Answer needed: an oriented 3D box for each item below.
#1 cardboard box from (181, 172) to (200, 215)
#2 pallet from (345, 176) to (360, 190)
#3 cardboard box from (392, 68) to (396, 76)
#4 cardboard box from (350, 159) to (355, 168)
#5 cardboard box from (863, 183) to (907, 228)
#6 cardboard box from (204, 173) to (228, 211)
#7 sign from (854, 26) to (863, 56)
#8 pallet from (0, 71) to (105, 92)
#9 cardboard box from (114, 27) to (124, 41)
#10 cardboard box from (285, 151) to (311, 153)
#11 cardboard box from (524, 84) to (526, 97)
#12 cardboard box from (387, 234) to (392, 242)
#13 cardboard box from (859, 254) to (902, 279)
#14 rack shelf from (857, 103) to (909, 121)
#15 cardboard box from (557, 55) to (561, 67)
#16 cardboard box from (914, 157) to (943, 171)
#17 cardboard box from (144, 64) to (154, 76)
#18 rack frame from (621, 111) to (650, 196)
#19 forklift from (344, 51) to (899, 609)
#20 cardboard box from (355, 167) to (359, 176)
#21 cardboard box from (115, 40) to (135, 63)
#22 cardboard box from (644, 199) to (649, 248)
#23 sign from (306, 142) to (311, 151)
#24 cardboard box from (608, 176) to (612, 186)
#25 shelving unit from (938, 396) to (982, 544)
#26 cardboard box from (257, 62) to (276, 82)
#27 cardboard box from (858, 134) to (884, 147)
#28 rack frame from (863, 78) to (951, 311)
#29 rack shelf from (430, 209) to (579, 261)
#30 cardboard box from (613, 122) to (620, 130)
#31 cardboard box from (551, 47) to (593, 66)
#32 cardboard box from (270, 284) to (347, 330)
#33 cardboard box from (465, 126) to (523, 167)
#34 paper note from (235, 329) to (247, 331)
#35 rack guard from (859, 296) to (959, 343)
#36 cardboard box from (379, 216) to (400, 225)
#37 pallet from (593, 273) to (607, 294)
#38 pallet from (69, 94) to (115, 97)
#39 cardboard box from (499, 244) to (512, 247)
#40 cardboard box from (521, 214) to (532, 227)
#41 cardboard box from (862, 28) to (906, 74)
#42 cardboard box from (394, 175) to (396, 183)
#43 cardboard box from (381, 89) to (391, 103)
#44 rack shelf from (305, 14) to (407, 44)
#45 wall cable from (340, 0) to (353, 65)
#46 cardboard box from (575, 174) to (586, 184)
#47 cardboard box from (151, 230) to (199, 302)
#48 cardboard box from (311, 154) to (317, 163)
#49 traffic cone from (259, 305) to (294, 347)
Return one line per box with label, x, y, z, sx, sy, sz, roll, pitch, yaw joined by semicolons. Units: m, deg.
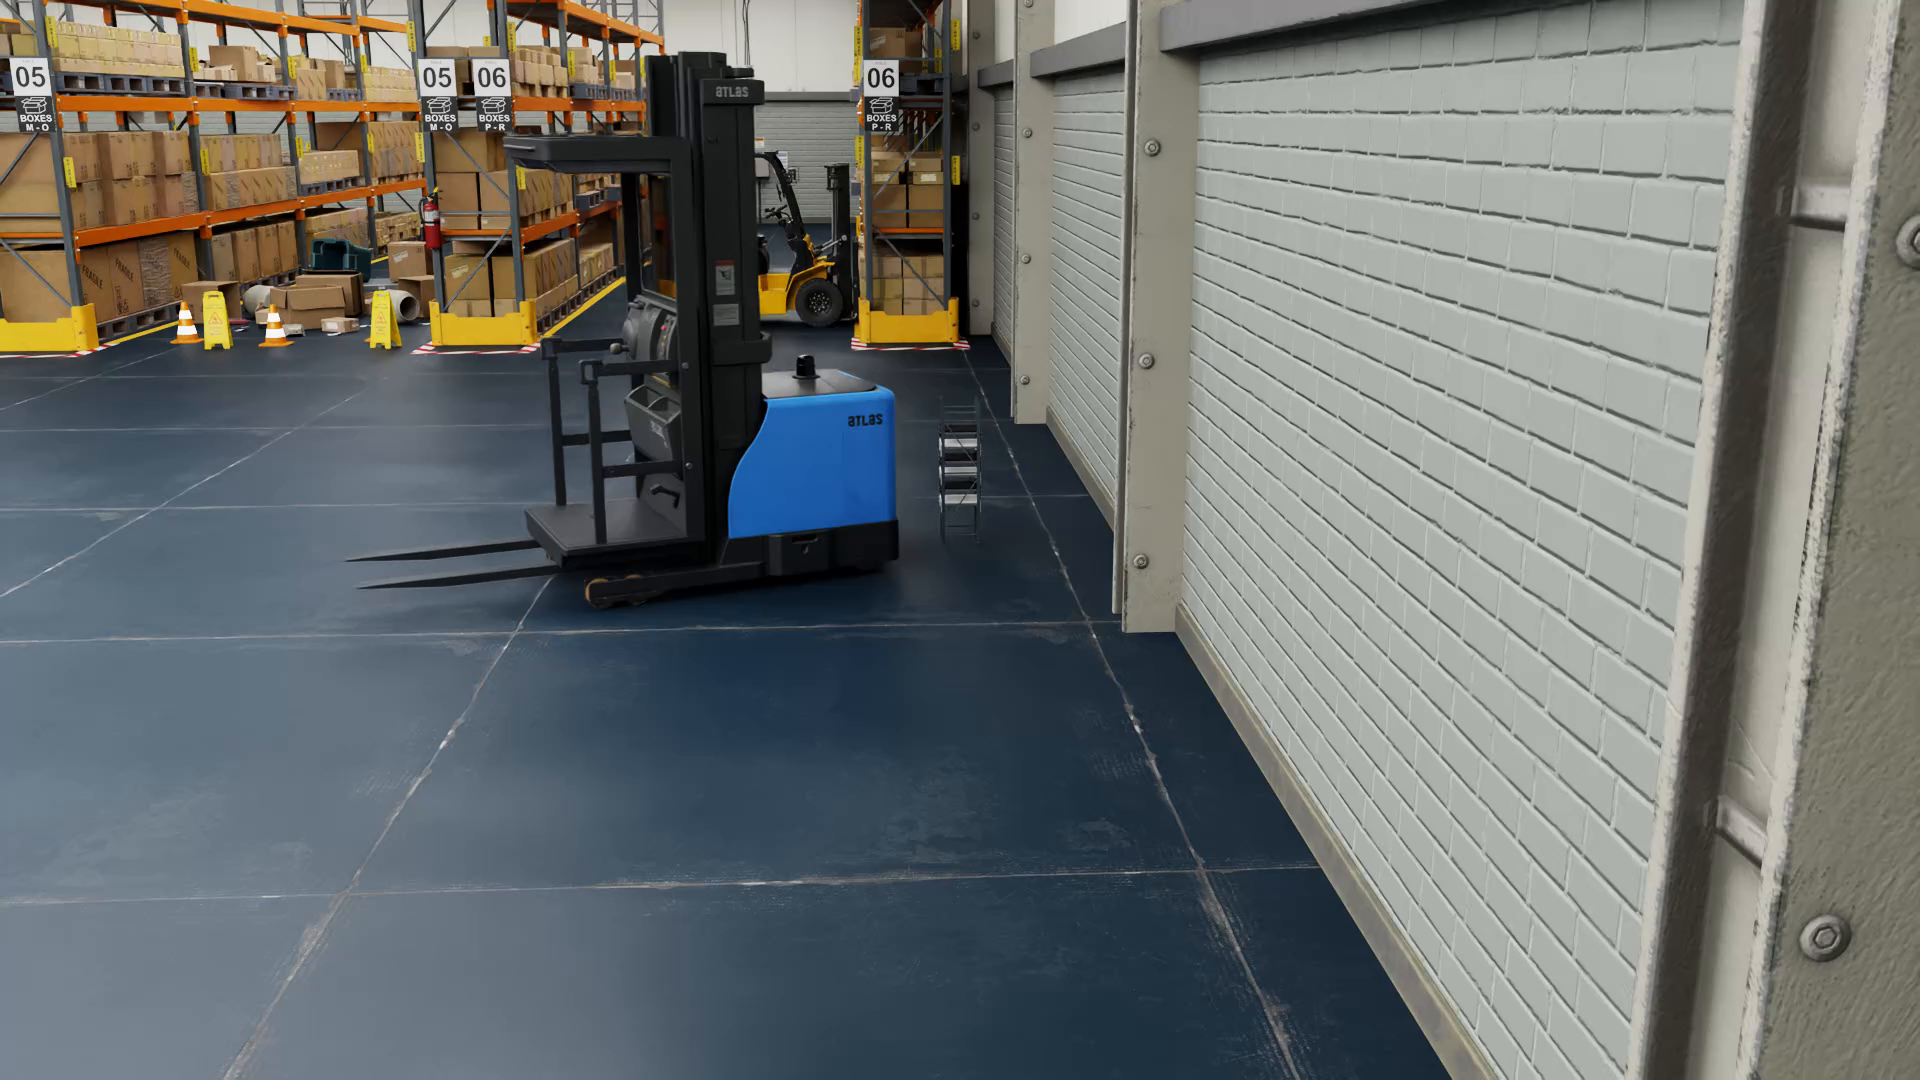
cardboard box;-10.709;-4.617;22.151;0.875;0.550;0.550;-1;14;-3
pallet;-11.337;-6.341;29.535;1.003;0.211;1.213;-1;14;-3
cardboard box;-11.125;-9.039;32.114;0.380;0.149;0.250;-1;14;-2
cardboard box;-11.000;-6.690;29.573;0.380;0.149;0.250;-1;14;-3
cardboard box;-0.900;-3.987;19.803;0.500;0.500;0.500;-1;14;-5
cardboard box;-10.508;-4.819;23.037;0.500;0.500;0.500;-1;14;-3
sign;-1.150;-5.659;18.862;0.100;0.325;0.005;-1;14;-3
pallet;-10.552;-5.235;19.013;1.003;0.211;1.213;-1;14;-3
cardboard box;-10.292;-6.078;19.970;0.380;0.149;0.250;-1;14;-3
cardboard box;-11.637;-6.757;29.238;0.380;0.149;0.250;-1;14;-3
cardboard box;-5.386;-5.353;19.796;0.380;0.149;0.250;-1;14;-4
cardboard box;-11.142;-5.800;31.927;0.380;0.149;0.250;-2;15;-6
cardboard box;-0.947;-3.286;19.947;0.500;0.250;0.500;0;14;-2
rack shelf;-1.475;-8.407;32.603;1.077;0.370;4.000;-1;14;-3
cardboard box;-5.479;-6.316;21.938;0.380;0.149;0.250;-1;14;-5
cardboard box;-0.369;-4.481;19.823;0.380;0.149;0.250;0;14;-2
cardboard box;-10.339;-5.881;20.804;0.380;0.149;0.250;-1;14;-3
rack frame;-6.553;-7.722;34.519;1.000;3.000;0.127;-1;14;-3
forklift;-1.919;-1.193;9.280;3.031;2.935;1.130;-7;16;-25
cardboard box;-11.017;-6.612;29.865;0.380;0.149;0.250;-1;14;-5
cardboard box;-10.364;-5.918;20.147;0.500;0.250;0.500;-1;14;-4
cardboard box;-6.187;-5.749;30.271;0.875;0.875;0.875;0;14;-2
sign;-11.780;-7.035;30.110;0.100;0.325;0.005;-1;14;-3
cardboard box;-5.653;-5.609;25.967;0.380;0.149;0.250;-1;14;-4
shelving unit;-0.001;-0.438;10.422;0.258;0.900;0.210;-1;14;-3
cardboard box;-10.627;-7.037;24.972;0.500;0.311;0.500;-1;14;-3
cardboard box;-1.746;-7.744;32.804;0.500;0.500;0.500;-1;14;-2
rack frame;-0.608;-3.820;19.355;1.000;3.000;0.127;-1;14;-3
rack shelf;-5.685;-3.892;21.076;1.077;0.370;4.000;-1;14;-3
cardboard box;-6.550;-7.713;30.975;0.380;0.149;0.250;-1;14;-2
cardboard box;-5.486;-6.839;23.520;0.500;0.250;0.500;-1;14;-5
cardboard box;-8.197;-2.932;20.911;0.797;0.503;0.637;-13;20;-42
cardboard box;-5.861;-4.921;20.827;0.700;0.500;0.500;-1;14;-4
paper note;-8.896;-2.608;20.606;0.144;0.017;0.142;4;15;16
rack guard;-0.606;-2.604;19.643;1.175;0.500;0.348;-1;14;-3
cardboard box;-11.125;-6.214;32.344;0.380;0.149;0.250;-1;14;-3
pallet;-5.938;-3.885;25.202;1.003;0.211;1.213;-1;14;-3
pallet;-16.236;-8.188;30.487;1.003;0.211;1.213;-1;14;-3
cardboard box;-5.967;-3.560;21.512;0.500;0.500;0.500;0;14;-1
cardboard box;-5.341;-3.839;19.930;0.380;0.149;0.250;-1;14;-5
cardboard box;-0.878;-5.680;19.317;0.500;0.500;0.500;0;14;-2
cardboard box;-11.123;-6.972;32.109;0.380;0.149;0.250;0;14;-1
cardboard box;-11.057;-8.379;31.355;0.500;0.250;0.500;0;14;-1
rack shelf;-11.363;-9.679;31.534;1.077;0.370;4.000;-1;14;-3
wall cable;-13.354;-13.492;38.449;2.277;5.999;0.120;-1;14;-3
cardboard box;-5.552;-5.255;23.289;0.500;0.500;0.500;-1;14;-2
cardboard box;-10.774;-3.653;22.126;0.875;0.875;0.875;-1;14;-3
cardboard box;-10.873;-6.312;27.508;0.380;0.149;0.250;-1;15;-6
traffic cone;-7.962;-2.500;19.313;0.336;0.463;0.334;-1;14;-3
